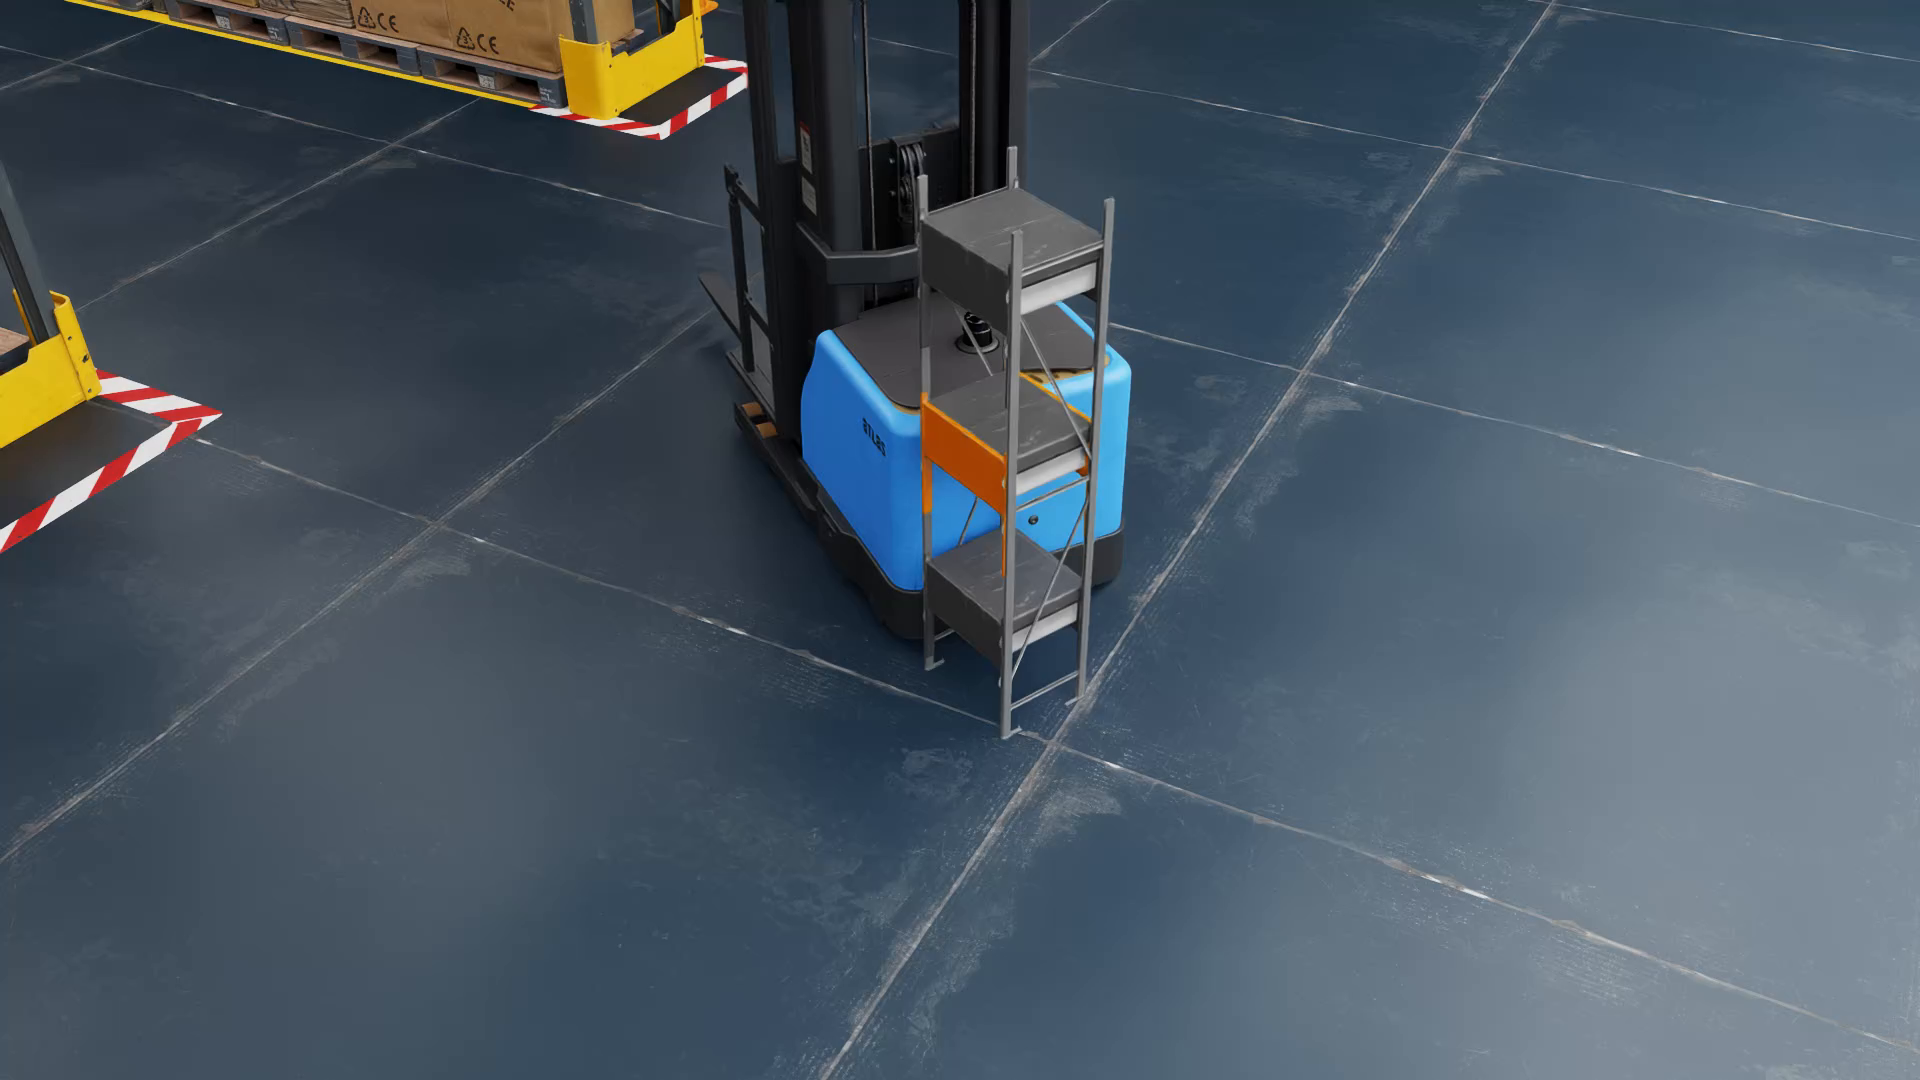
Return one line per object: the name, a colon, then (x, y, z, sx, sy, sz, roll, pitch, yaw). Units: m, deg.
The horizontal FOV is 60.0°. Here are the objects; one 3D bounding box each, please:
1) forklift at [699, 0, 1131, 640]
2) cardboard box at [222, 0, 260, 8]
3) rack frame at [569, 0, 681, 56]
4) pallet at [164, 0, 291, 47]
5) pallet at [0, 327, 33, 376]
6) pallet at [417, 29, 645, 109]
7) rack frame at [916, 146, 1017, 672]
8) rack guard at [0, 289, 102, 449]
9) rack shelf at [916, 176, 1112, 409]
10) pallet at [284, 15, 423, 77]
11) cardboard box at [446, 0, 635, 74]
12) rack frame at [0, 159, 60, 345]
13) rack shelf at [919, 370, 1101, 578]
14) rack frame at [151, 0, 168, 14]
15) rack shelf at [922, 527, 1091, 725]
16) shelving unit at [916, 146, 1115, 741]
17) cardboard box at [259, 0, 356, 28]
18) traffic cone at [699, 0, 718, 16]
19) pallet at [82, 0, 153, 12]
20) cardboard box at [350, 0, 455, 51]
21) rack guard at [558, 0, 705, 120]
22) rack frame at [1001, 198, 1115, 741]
forklift: (-0.415, -1.654, 7.005, 1.130, 2.935, 3.031, -16, 40, -20)
cardboard box: (-5.230, -4.513, 12.125, 0.875, 0.875, 0.875, 18, 41, 22)
rack frame: (-2.204, -4.293, 10.424, 0.127, 3.000, 1.000, 17, 41, 21)
pallet: (-5.117, -4.041, 12.398, 1.213, 0.211, 1.003, 17, 41, 21)
pallet: (-5.347, -0.813, 8.146, 1.213, 0.211, 1.003, 17, 41, 21)
pallet: (-2.950, -3.362, 11.505, 1.213, 0.211, 1.003, 17, 41, 21)
rack frame: (0.025, -0.392, 6.029, 0.400, 2.100, 0.015, -24, 43, -28)
rack guard: (-4.642, -0.683, 7.737, 0.348, 0.500, 1.175, 17, 41, 21)
rack shelf: (0.171, -0.820, 5.459, 0.431, 0.518, 0.480, -24, 43, -28)
pallet: (-4.029, -3.702, 11.953, 1.213, 0.211, 1.003, 17, 41, 21)
cardboard box: (-2.837, -3.767, 11.141, 0.875, 0.875, 0.875, 18, 41, 22)
rack frame: (-4.575, -1.658, 6.953, 0.127, 3.000, 1.000, 17, 41, 21)
rack shelf: (0.171, -0.263, 5.882, 0.431, 0.518, 0.480, -24, 43, -28)
rack frame: (-5.756, -5.405, 11.889, 0.127, 3.000, 1.000, 17, 41, 21)
rack shelf: (0.171, 0.295, 6.305, 0.431, 0.518, 0.480, -24, 43, -28)
shelving unit: (0.171, -0.273, 5.874, 0.431, 2.100, 0.503, -24, 43, -28)
cardboard box: (-4.428, -4.265, 11.797, 0.875, 0.875, 0.875, 18, 41, 22)
traffic cone: (-2.023, -4.192, 12.390, 0.334, 0.463, 0.336, 17, 41, 21)
pallet: (-6.476, -4.468, 12.962, 1.213, 0.211, 1.003, 17, 41, 21)
cardboard box: (-3.619, -4.010, 11.462, 0.875, 0.875, 0.875, 17, 40, 21)
rack guard: (-2.183, -3.290, 11.171, 0.348, 0.500, 1.175, 17, 41, 21)
rack frame: (0.317, -0.155, 5.718, 0.400, 2.100, 0.015, -24, 43, -28)
